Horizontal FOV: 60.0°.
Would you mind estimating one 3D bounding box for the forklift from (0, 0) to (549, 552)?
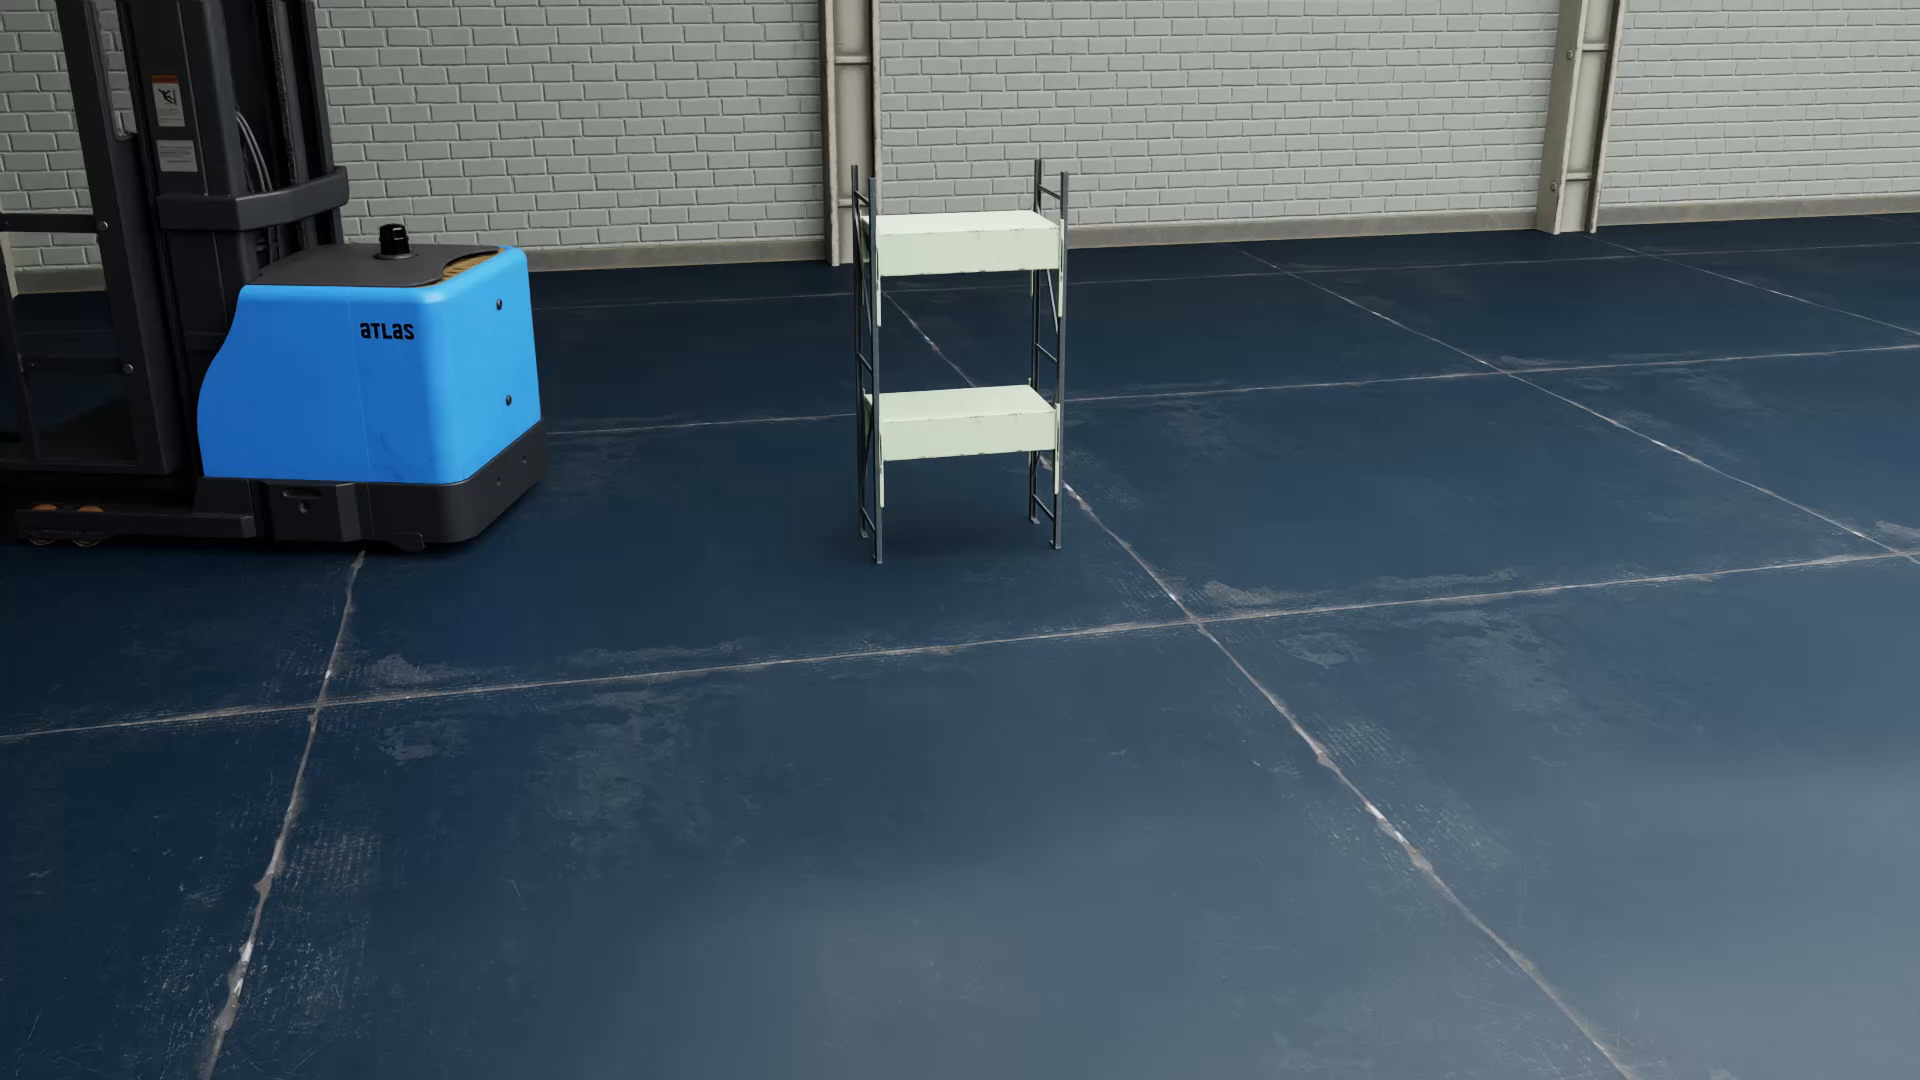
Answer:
[{"bbox_3d":[-3.394,-1.525,6.717,3.031,2.935,1.130,2,20,6],"label":"forklift"}]

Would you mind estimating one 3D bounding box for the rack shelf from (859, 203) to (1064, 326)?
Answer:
[{"bbox_3d":[-0.006,-1.070,6.421,0.720,0.370,0.431,-5,21,-12],"label":"rack shelf"}]

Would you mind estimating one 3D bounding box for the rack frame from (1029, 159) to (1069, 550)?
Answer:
[{"bbox_3d":[0.350,-0.733,6.634,0.023,1.500,0.400,-5,21,-12],"label":"rack frame"}]

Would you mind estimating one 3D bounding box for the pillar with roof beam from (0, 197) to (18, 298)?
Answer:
[{"bbox_3d":[-5.646,-4.417,5.791,0.400,9.000,9.100,-5,21,-12],"label":"pillar with roof beam"}]

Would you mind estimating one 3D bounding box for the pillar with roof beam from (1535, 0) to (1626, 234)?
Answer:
[{"bbox_3d":[6.032,-5.367,8.383,0.400,9.000,9.100,-5,21,-12],"label":"pillar with roof beam"}]

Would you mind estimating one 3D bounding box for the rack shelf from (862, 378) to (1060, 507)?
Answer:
[{"bbox_3d":[-0.006,-0.398,6.667,0.720,0.370,0.431,-5,21,-12],"label":"rack shelf"}]

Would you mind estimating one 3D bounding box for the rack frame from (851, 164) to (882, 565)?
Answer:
[{"bbox_3d":[-0.363,-0.675,6.476,0.023,1.500,0.400,-5,21,-12],"label":"rack frame"}]

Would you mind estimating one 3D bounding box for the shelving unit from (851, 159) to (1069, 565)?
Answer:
[{"bbox_3d":[-0.006,-0.704,6.555,0.755,1.500,0.431,-5,21,-12],"label":"shelving unit"}]

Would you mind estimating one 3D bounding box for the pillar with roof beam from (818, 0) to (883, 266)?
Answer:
[{"bbox_3d":[0.193,-4.892,7.087,0.400,9.000,9.100,-5,21,-12],"label":"pillar with roof beam"}]
